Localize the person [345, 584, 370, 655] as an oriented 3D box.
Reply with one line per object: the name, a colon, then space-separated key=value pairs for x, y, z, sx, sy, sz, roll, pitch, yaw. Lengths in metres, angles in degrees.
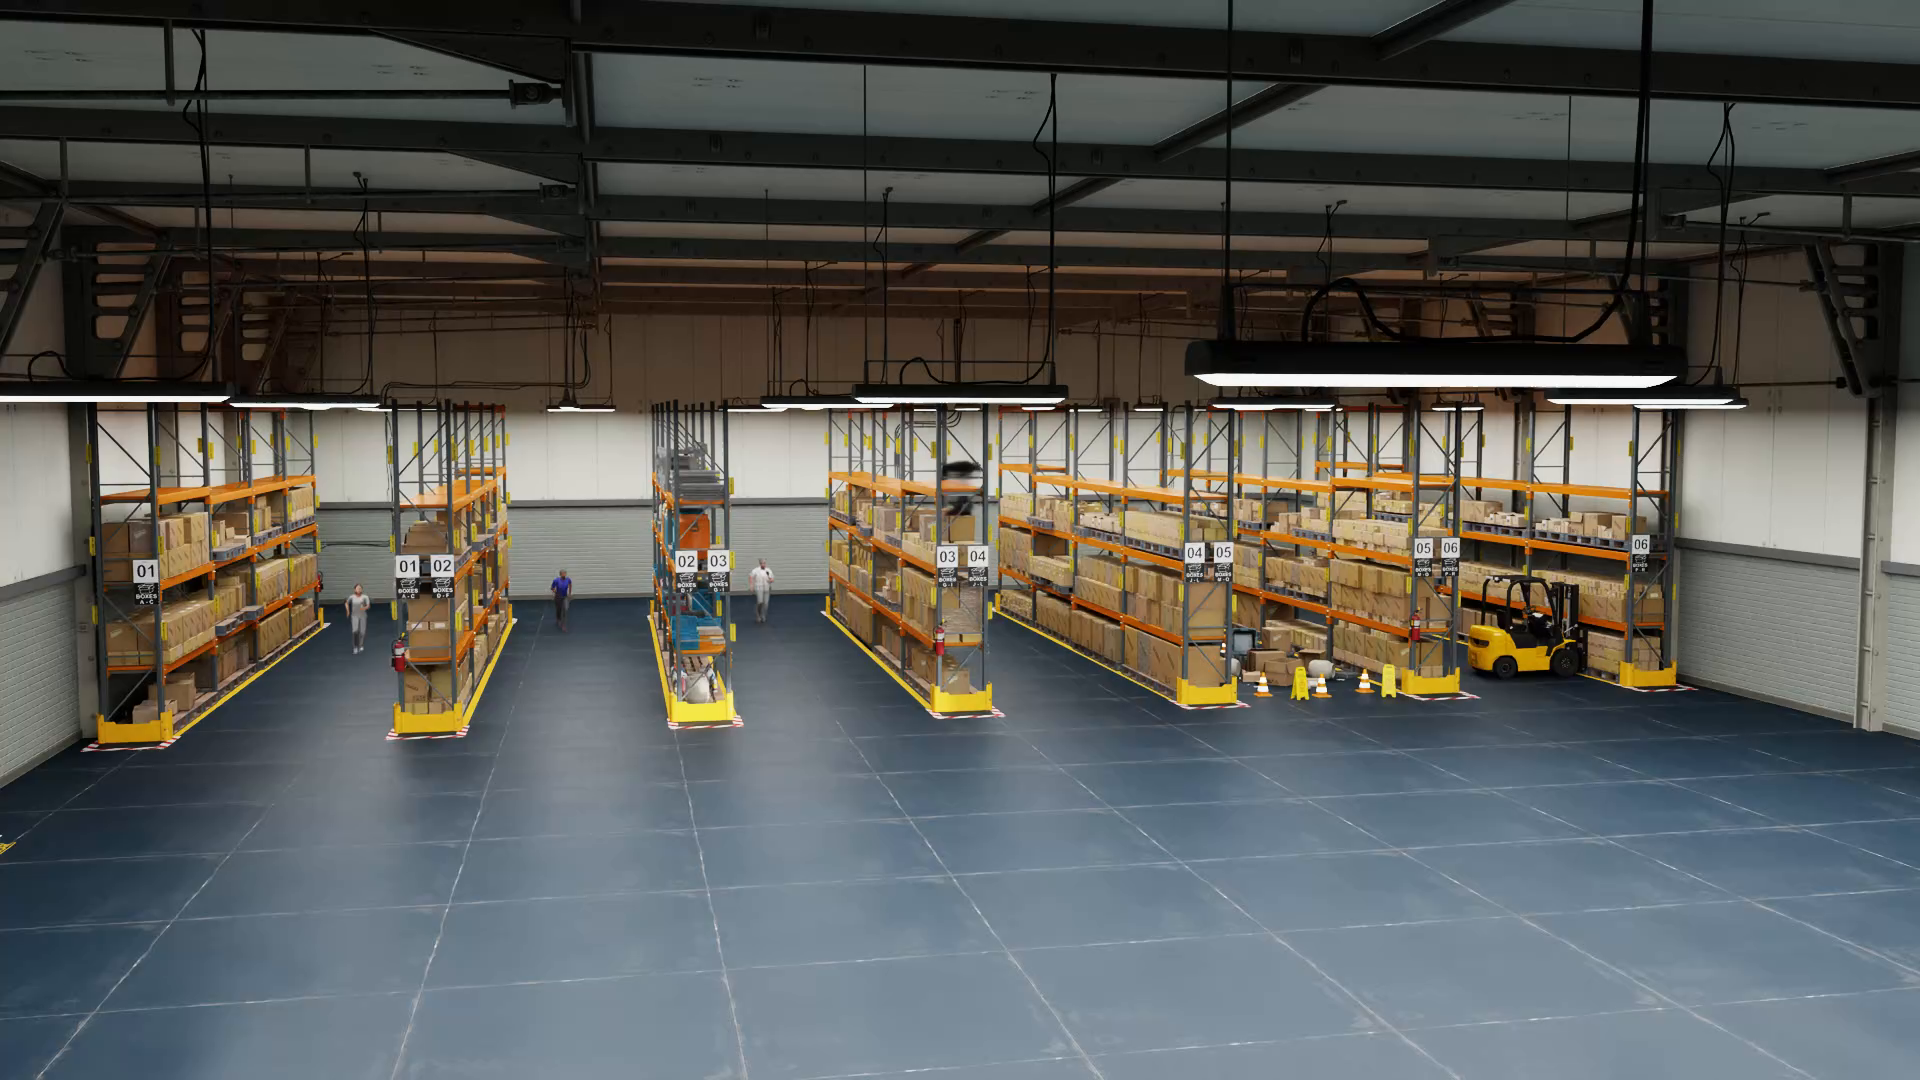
person: x=-14.390 y=1.893 z=39.768 sx=0.552 sy=1.689 sz=0.704 roll=-2 pitch=5 yaw=-21

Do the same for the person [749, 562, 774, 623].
person: x=-5.440 y=1.421 z=45.849 sx=0.643 sy=1.767 sz=0.736 roll=-2 pitch=5 yaw=-21

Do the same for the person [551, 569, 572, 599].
person: x=-10.565 y=1.178 z=44.114 sx=0.575 sy=0.815 sz=0.440 roll=-2 pitch=5 yaw=-20
